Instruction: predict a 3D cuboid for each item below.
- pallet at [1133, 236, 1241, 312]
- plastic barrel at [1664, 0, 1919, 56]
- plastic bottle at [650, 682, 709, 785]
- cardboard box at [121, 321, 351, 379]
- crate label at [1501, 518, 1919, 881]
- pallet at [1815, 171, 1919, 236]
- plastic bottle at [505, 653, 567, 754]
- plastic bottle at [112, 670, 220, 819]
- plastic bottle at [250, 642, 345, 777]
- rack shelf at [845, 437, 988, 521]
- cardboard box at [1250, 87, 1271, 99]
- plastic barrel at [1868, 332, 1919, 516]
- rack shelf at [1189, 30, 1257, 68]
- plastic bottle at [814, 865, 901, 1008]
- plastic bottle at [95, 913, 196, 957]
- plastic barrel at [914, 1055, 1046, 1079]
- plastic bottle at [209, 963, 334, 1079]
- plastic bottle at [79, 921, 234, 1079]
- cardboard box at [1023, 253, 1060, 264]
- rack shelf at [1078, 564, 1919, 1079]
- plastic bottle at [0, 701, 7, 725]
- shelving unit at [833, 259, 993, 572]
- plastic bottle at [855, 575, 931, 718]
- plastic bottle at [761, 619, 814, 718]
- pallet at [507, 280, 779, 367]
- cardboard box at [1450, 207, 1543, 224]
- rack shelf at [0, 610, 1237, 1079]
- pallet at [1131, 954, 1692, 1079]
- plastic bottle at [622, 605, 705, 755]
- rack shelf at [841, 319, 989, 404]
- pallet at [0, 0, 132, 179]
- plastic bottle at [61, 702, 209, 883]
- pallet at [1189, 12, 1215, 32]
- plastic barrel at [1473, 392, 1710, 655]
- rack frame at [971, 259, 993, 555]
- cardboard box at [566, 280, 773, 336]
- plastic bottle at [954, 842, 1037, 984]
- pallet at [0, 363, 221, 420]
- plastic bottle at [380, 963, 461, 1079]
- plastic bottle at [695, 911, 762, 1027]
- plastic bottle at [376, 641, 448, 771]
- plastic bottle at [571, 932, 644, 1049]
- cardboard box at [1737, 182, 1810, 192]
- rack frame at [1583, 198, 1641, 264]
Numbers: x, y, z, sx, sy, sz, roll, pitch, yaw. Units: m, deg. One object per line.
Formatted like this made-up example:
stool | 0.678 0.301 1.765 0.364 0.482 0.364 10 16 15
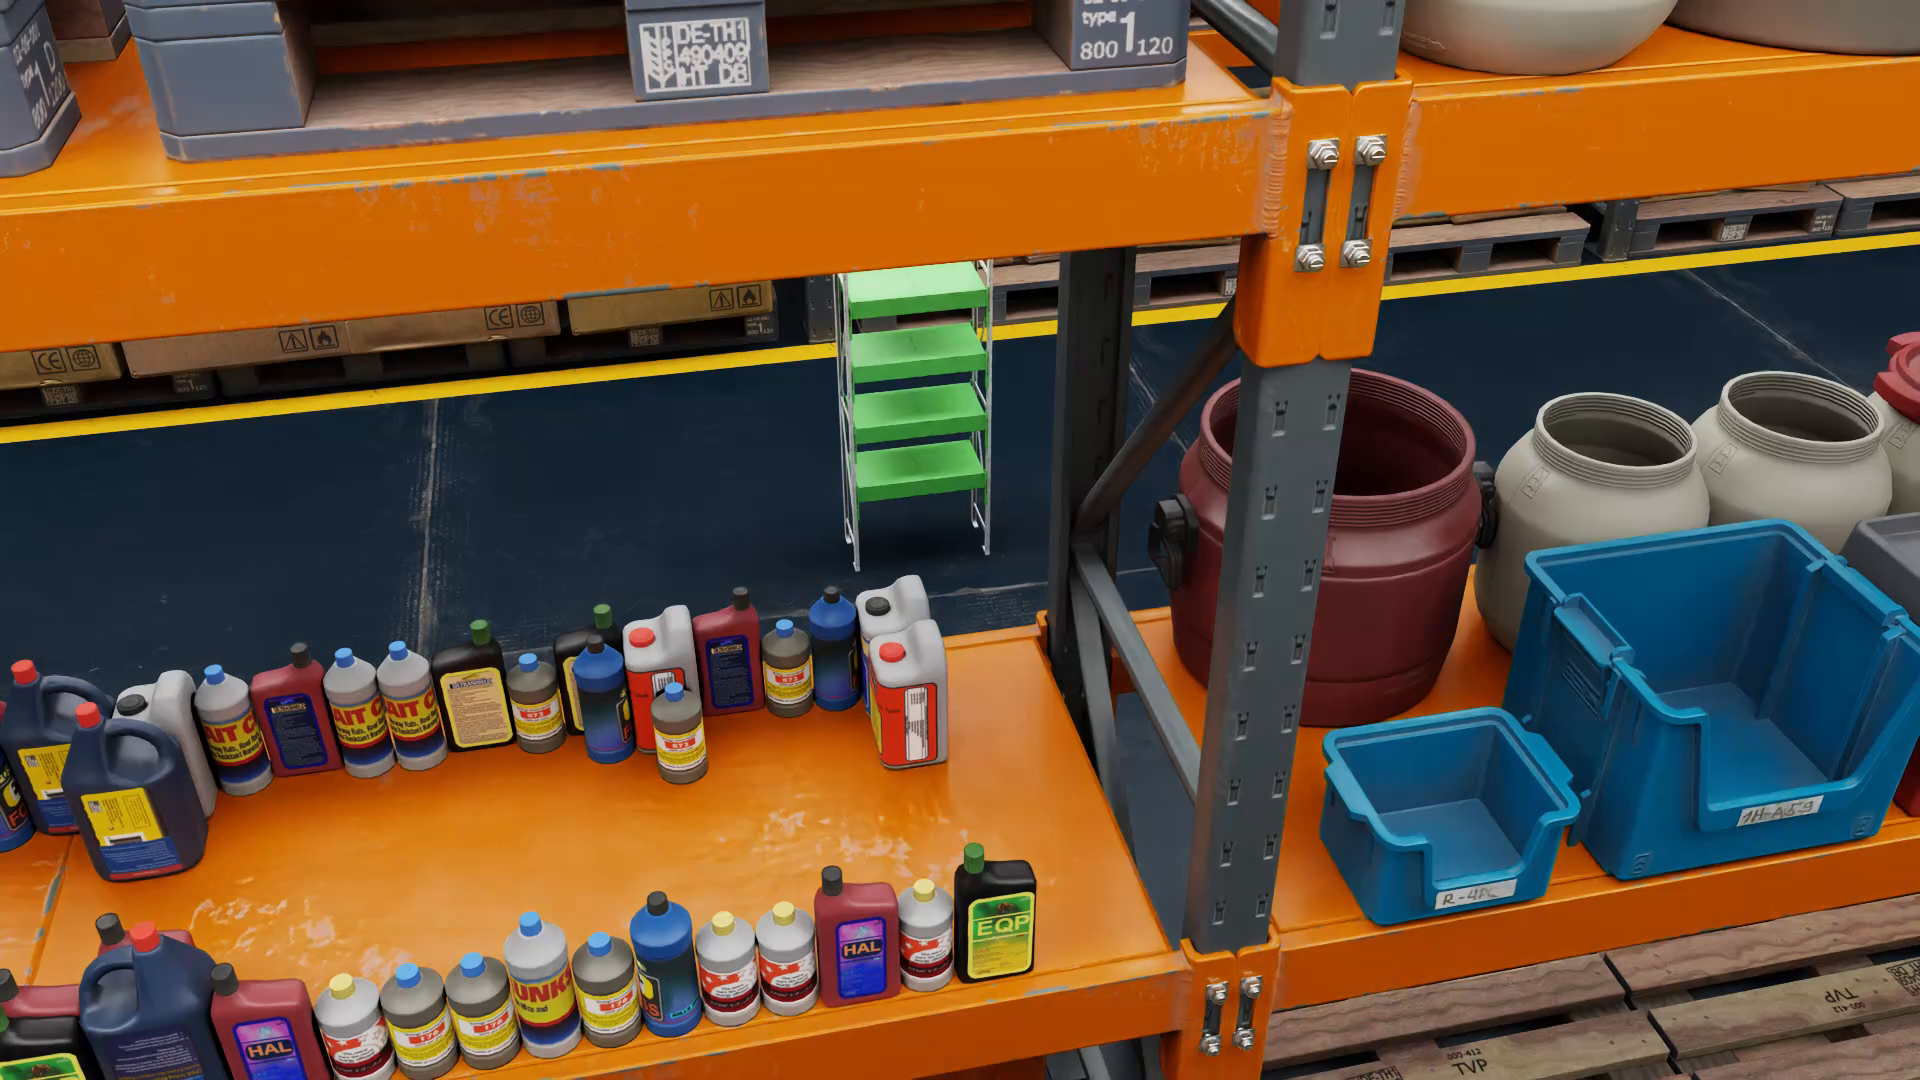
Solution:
pallet | 1.216 -1.497 8.292 1.213 0.211 1.003 -7 35 -11
plastic barrel | 1.207 -1.157 2.140 0.600 0.901 0.600 0 34 0
plastic bottle | -0.541 0.362 3.196 0.097 0.201 0.097 0 34 0
cardboard box | -3.145 -1.412 7.192 0.875 0.875 1.225 -8 35 -12
crate label | 1.387 0.290 3.094 0.616 0.435 0.502 -7 35 -11
pallet | 5.007 -1.999 9.040 1.213 0.211 1.003 -7 35 -11
plastic bottle | -0.836 0.313 3.270 0.097 0.201 0.097 0 34 0
plastic bottle | -1.488 0.380 3.104 0.135 0.276 0.152 -7 35 -11
plastic bottle | -1.272 0.323 3.181 0.133 0.283 0.061 -7 35 -11
rack shelf | -0.161 -0.226 6.055 0.480 0.148 0.258 -7 35 -11
cardboard box | 1.549 -1.867 8.189 0.500 0.500 0.700 -10 35 -15
plastic barrel | 2.141 -0.126 3.624 0.433 0.535 0.433 0 34 0
rack shelf | 1.216 -2.359 7.719 4.000 0.370 1.077 -7 35 -11
plastic bottle | -0.167 0.639 2.711 0.133 0.283 0.061 -7 35 -11
plastic bottle | -1.269 0.695 2.627 0.133 0.283 0.061 -7 35 -11
plastic barrel | -0.115 1.076 3.525 0.708 0.830 0.600 -7 35 -11
plastic bottle | -1.057 0.751 2.544 0.133 0.283 0.061 -7 35 -11
plastic bottle | -1.221 0.720 2.530 0.185 0.351 0.144 -7 35 -11
cardboard box | 0.453 -1.725 7.977 0.500 0.500 0.700 -10 35 -14
rack shelf | 2.309 0.333 3.708 4.000 0.370 1.077 -7 35 -11
plastic bottle | -1.809 0.391 3.080 0.133 0.283 0.061 -7 35 -11
shelving unit | -0.161 -0.478 5.885 0.503 1.200 0.258 -7 35 -11
plastic bottle | -0.135 0.209 3.358 0.135 0.276 0.152 -7 35 -11
plastic bottle | -0.349 0.251 3.362 0.097 0.201 0.097 0 34 0
pallet | -1.520 -1.198 7.846 1.213 0.211 1.003 -7 35 -11
cardboard box | 2.564 -1.984 8.364 0.500 0.500 0.700 -10 35 -14
rack shelf | -1.592 0.825 2.975 4.000 0.370 1.077 -7 35 -11
pallet | 1.122 1.364 4.028 1.213 0.211 1.003 -7 35 -11
plastic bottle | -0.586 0.266 3.273 0.135 0.276 0.152 -7 35 -11
rack shelf | -0.161 -0.624 5.787 0.480 0.148 0.258 -7 35 -11
pallet | -1.695 -0.686 2.058 1.213 0.211 1.003 -7 35 -11
plastic bottle | -1.480 0.432 2.958 0.185 0.351 0.144 -7 35 -11
pallet | 1.187 -2.598 7.601 1.213 0.211 1.003 -7 35 -11
plastic barrel | 1.315 -0.009 3.471 0.421 0.512 0.421 0 34 0
rack frame | 0.077 -0.508 5.930 0.015 1.200 0.240 -7 35 -11
cardboard box | -1.412 -1.630 7.518 0.875 0.875 1.225 -9 35 -13
plastic bottle | 0.058 0.610 2.754 0.133 0.283 0.061 -7 35 -11
pallet | -3.900 -0.898 7.399 1.213 0.211 1.003 -7 35 -11
plastic bottle | -0.853 0.749 2.621 0.097 0.201 0.097 0 34 0
plastic bottle | -0.379 0.689 2.710 0.097 0.201 0.097 0 34 0
plastic bottle | -1.061 0.312 3.209 0.097 0.271 0.097 0 34 0
plastic bottle | -0.569 0.713 2.674 0.097 0.201 0.097 0 34 0
cardboard box | 4.123 -2.142 8.616 0.500 0.500 0.500 3 34 5
rack frame | 3.167 -2.904 7.885 0.127 3.000 1.000 -7 35 -11
